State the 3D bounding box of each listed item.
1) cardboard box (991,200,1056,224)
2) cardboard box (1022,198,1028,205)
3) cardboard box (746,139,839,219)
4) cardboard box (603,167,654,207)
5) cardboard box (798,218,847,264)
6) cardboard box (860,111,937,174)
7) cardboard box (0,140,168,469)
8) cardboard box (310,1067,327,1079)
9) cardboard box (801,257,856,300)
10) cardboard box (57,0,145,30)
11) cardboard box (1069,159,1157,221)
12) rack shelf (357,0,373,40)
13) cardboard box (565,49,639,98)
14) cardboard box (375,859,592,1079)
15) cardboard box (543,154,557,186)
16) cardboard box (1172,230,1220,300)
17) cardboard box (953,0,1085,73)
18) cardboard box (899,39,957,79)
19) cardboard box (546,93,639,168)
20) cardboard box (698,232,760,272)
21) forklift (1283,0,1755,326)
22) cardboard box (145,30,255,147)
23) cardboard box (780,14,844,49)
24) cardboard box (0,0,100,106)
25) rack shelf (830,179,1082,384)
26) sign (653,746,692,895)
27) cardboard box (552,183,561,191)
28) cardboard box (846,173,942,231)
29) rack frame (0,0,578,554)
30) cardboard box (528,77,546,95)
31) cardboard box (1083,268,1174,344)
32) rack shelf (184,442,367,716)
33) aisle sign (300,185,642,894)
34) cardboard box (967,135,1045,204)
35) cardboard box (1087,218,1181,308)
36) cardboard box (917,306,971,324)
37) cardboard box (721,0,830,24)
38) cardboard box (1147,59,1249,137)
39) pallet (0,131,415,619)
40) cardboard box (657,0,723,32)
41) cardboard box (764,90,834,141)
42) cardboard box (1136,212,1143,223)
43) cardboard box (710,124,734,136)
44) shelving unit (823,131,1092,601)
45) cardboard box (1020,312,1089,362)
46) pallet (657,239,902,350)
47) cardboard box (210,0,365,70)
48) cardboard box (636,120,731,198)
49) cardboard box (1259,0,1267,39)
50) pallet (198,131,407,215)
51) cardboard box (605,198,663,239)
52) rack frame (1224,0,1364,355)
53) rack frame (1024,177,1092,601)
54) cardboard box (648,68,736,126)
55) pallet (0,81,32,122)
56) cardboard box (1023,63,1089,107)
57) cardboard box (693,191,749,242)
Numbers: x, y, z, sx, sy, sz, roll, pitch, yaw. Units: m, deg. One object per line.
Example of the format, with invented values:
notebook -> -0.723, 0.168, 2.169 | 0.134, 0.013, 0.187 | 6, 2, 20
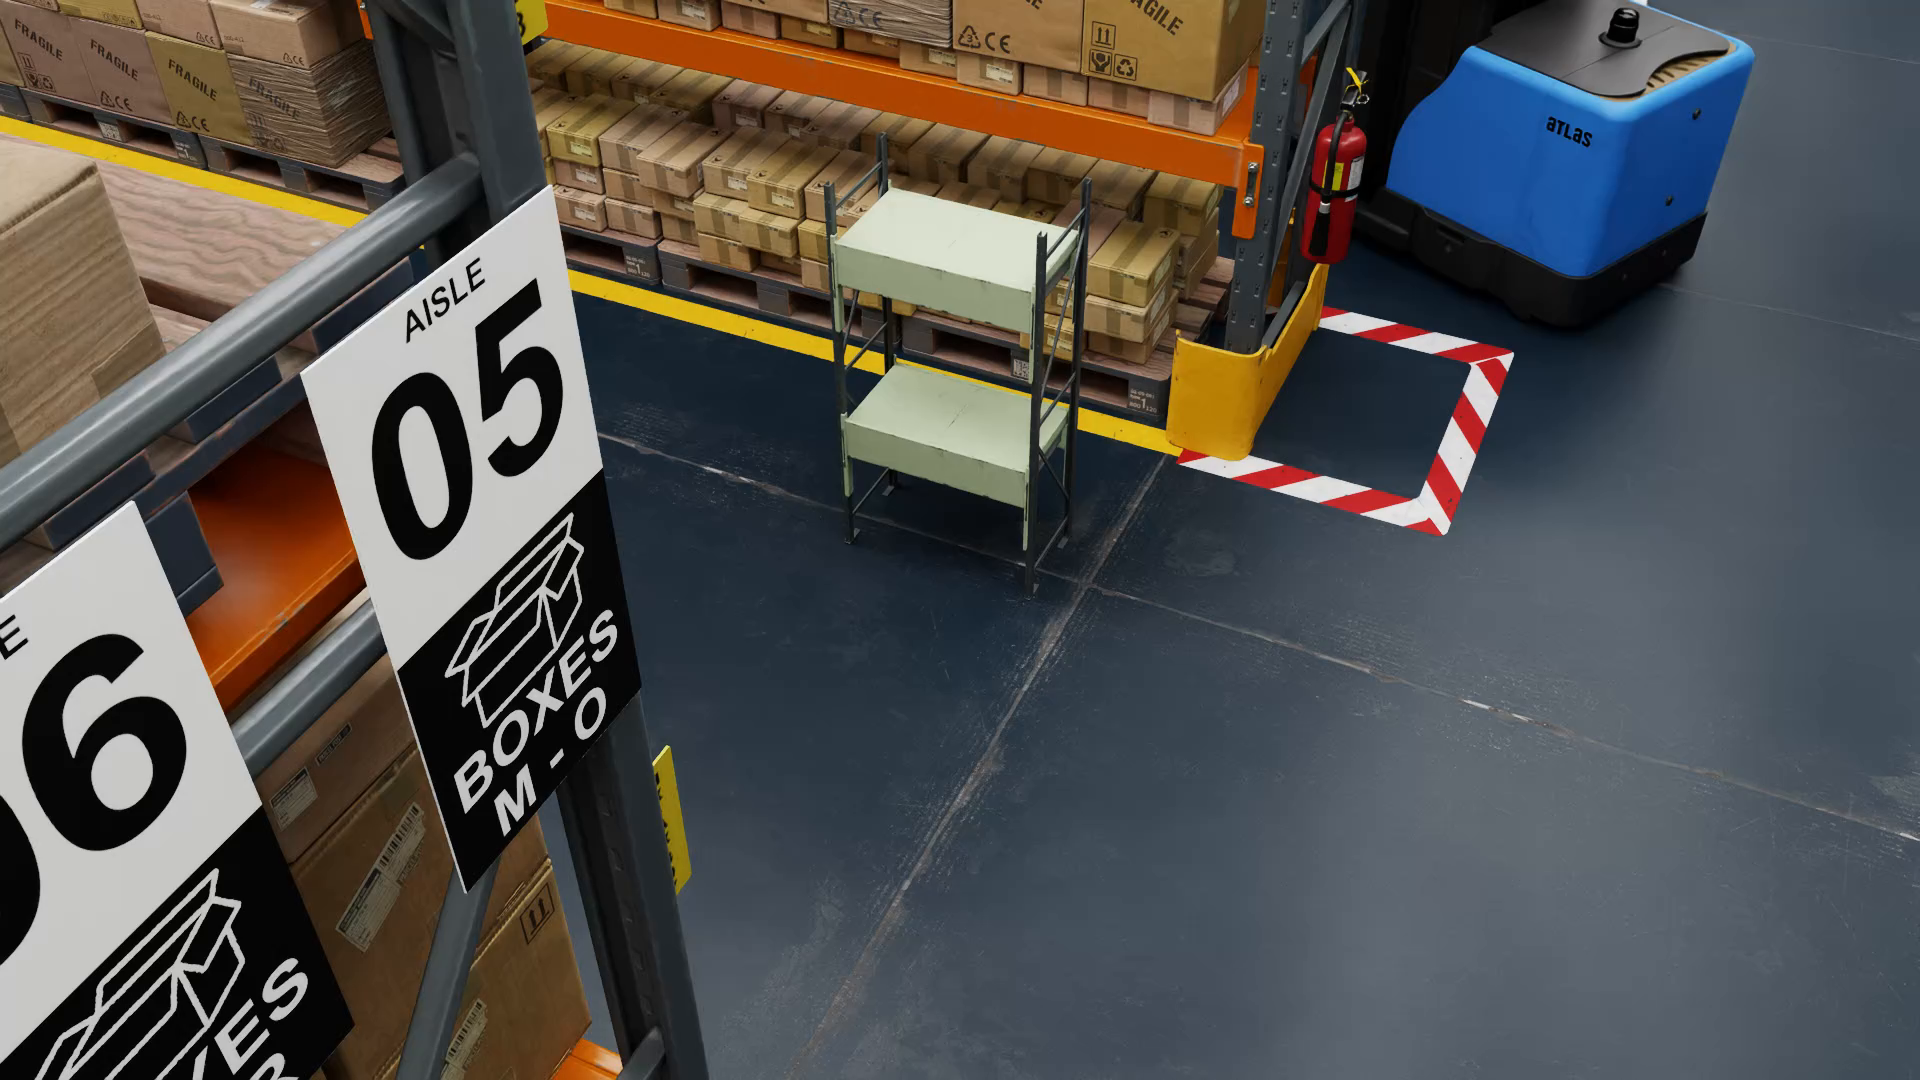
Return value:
cardboard box -> 0.203, -1.209, 6.756 | 0.250, 0.149, 0.380 | 16, 43, 18
cardboard box -> 0.245, -1.557, 7.386 | 0.250, 0.149, 0.380 | 18, 44, 20
cardboard box -> -0.713, -1.554, 7.154 | 0.250, 0.149, 0.380 | 17, 44, 19
cardboard box -> -1.403, -1.678, 7.525 | 0.250, 0.149, 0.380 | 15, 43, 16
cardboard box -> -0.488, -1.337, 7.132 | 0.250, 0.149, 0.380 | 19, 44, 21
cardboard box -> -0.251, -1.812, 7.452 | 0.250, 0.149, 0.380 | 18, 44, 19
cardboard box -> -1.166, -0.185, 1.600 | 0.500, 0.250, 0.500 | 13, 43, 15
cardboard box -> -1.257, 0.752, 2.252 | 0.500, 0.500, 0.500 | 18, 44, 20
cardboard box -> -0.489, -1.227, 7.231 | 0.250, 0.149, 0.380 | 18, 44, 19
cardboard box -> -4.070, -2.756, 8.155 | 0.500, 0.250, 0.500 | 15, 43, 17
cardboard box -> 0.650, -1.464, 7.051 | 0.250, 0.149, 0.380 | 18, 44, 19
rack shelf -> -4.156, -3.196, 8.196 | 4.000, 0.370, 1.077 | 17, 44, 19
cardboard box -> -1.662, -2.229, 7.933 | 0.250, 0.149, 0.380 | 18, 44, 19
cardboard box -> -1.033, 0.819, 2.939 | 0.500, 0.500, 0.500 | 17, 44, 18
cardboard box -> -1.883, -1.801, 7.666 | 0.250, 0.149, 0.380 | 17, 44, 19
cardboard box -> 0.942, -1.223, 7.226 | 0.250, 0.149, 0.380 | 18, 44, 19
cardboard box -> 0.301, -2.074, 6.049 | 0.500, 0.500, 0.500 | 16, 44, 18
cardboard box -> -0.044, -1.933, 6.381 | 0.250, 0.149, 0.380 | 15, 43, 17
cardboard box -> -1.644, -1.849, 7.495 | 0.250, 0.149, 0.380 | 16, 44, 18
cardboard box -> -0.956, -1.369, 7.395 | 0.250, 0.149, 0.380 | 16, 43, 17
forklift -> 2.069, -2.937, 7.401 | 1.130, 2.935, 3.031 | -28, 48, -28
cardboard box -> -3.585, -2.326, 8.231 | 0.500, 0.500, 0.500 | 16, 43, 18
cardboard box -> -0.511, -2.107, 6.582 | 0.250, 0.149, 0.380 | 18, 44, 19
cardboard box -> -4.511, -2.612, 8.561 | 0.500, 0.500, 0.500 | 16, 43, 18
rack shelf -> -0.006, -0.863, 5.505 | 0.720, 0.370, 0.431 | 17, 44, 19
sign -> -0.480, 0.475, 2.690 | 0.005, 0.325, 0.100 | 17, 44, 19
cardboard box -> -1.908, -1.630, 7.696 | 0.250, 0.149, 0.380 | 18, 44, 20
cardboard box -> -0.272, -1.359, 6.930 | 0.250, 0.149, 0.380 | 19, 44, 20
rack frame -> -0.720, -1.107, 0.657 | 0.127, 3.000, 1.000 | 17, 44, 19
cardboard box -> -2.119, -2.002, 7.671 | 0.250, 0.149, 0.380 | 19, 44, 20
cardboard box -> 0.683, -0.977, 6.716 | 0.250, 0.149, 0.380 | 16, 43, 18
rack shelf -> -2.532, -0.256, 2.514 | 4.000, 0.370, 1.077 | 17, 44, 19
aisle sign -> -0.532, 0.025, 1.946 | 0.004, 0.787, 0.394 | 17, 44, 19
cardboard box -> 0.216, -1.629, 7.242 | 0.250, 0.149, 0.380 | 15, 43, 17
cardboard box -> 0.695, -1.109, 6.641 | 0.250, 0.149, 0.380 | 17, 44, 19
cardboard box -> 0.008, -1.106, 7.091 | 0.250, 0.149, 0.380 | 17, 44, 19
cardboard box -> -0.610, -2.353, 6.371 | 0.500, 0.500, 0.500 | 19, 44, 21
cardboard box -> 0.867, -1.634, 6.037 | 0.250, 0.149, 0.380 | 17, 44, 19
pallet -> -1.396, -0.139, 1.898 | 1.213, 0.211, 1.003 | 17, 44, 19
cardboard box -> -1.011, -2.210, 6.702 | 0.250, 0.149, 0.380 | 19, 44, 20
cardboard box -> -0.698, -1.958, 7.621 | 0.250, 0.149, 0.380 | 16, 43, 17
cardboard box -> 0.691, -1.407, 7.212 | 0.250, 0.149, 0.380 | 17, 44, 18
cardboard box -> -0.998, -1.891, 7.771 | 0.250, 0.149, 0.380 | 18, 44, 20
shelving unit -> -0.006, -0.569, 5.761 | 0.755, 1.500, 0.431 | 17, 44, 19
cardboard box -> 0.441, -0.921, 6.878 | 0.250, 0.149, 0.380 | 18, 44, 20
pallet -> -0.610, -1.358, 7.656 | 1.213, 0.211, 1.003 | 17, 44, 19
cardboard box -> -3.125, -2.468, 7.822 | 0.500, 0.250, 0.500 | 16, 43, 18
cardboard box -> -1.202, -1.672, 7.290 | 0.250, 0.149, 0.380 | 18, 44, 20
cardboard box -> 0.992, -2.245, 6.246 | 0.500, 0.500, 0.500 | 19, 44, 21
pallet -> -3.049, -2.075, 8.483 | 1.213, 0.211, 1.003 | 17, 44, 19
cardboard box -> -1.410, -1.551, 7.606 | 0.250, 0.149, 0.380 | 16, 43, 18
rack frame -> 1.282, -1.806, 6.044 | 0.127, 3.000, 1.000 | 17, 44, 19
rack frame -> 0.326, -0.467, 5.644 | 0.023, 1.500, 0.400 | 17, 44, 19
cardboard box -> -1.232, -2.046, 7.722 | 0.250, 0.149, 0.380 | 18, 44, 20
pallet -> -5.261, -2.751, 9.262 | 1.213, 0.211, 1.003 | 17, 44, 19
cardboard box -> 0.424, -1.785, 6.211 | 0.250, 0.149, 0.380 | 17, 44, 18
cardboard box -> -0.962, -1.480, 7.297 | 0.250, 0.149, 0.380 | 17, 44, 18
